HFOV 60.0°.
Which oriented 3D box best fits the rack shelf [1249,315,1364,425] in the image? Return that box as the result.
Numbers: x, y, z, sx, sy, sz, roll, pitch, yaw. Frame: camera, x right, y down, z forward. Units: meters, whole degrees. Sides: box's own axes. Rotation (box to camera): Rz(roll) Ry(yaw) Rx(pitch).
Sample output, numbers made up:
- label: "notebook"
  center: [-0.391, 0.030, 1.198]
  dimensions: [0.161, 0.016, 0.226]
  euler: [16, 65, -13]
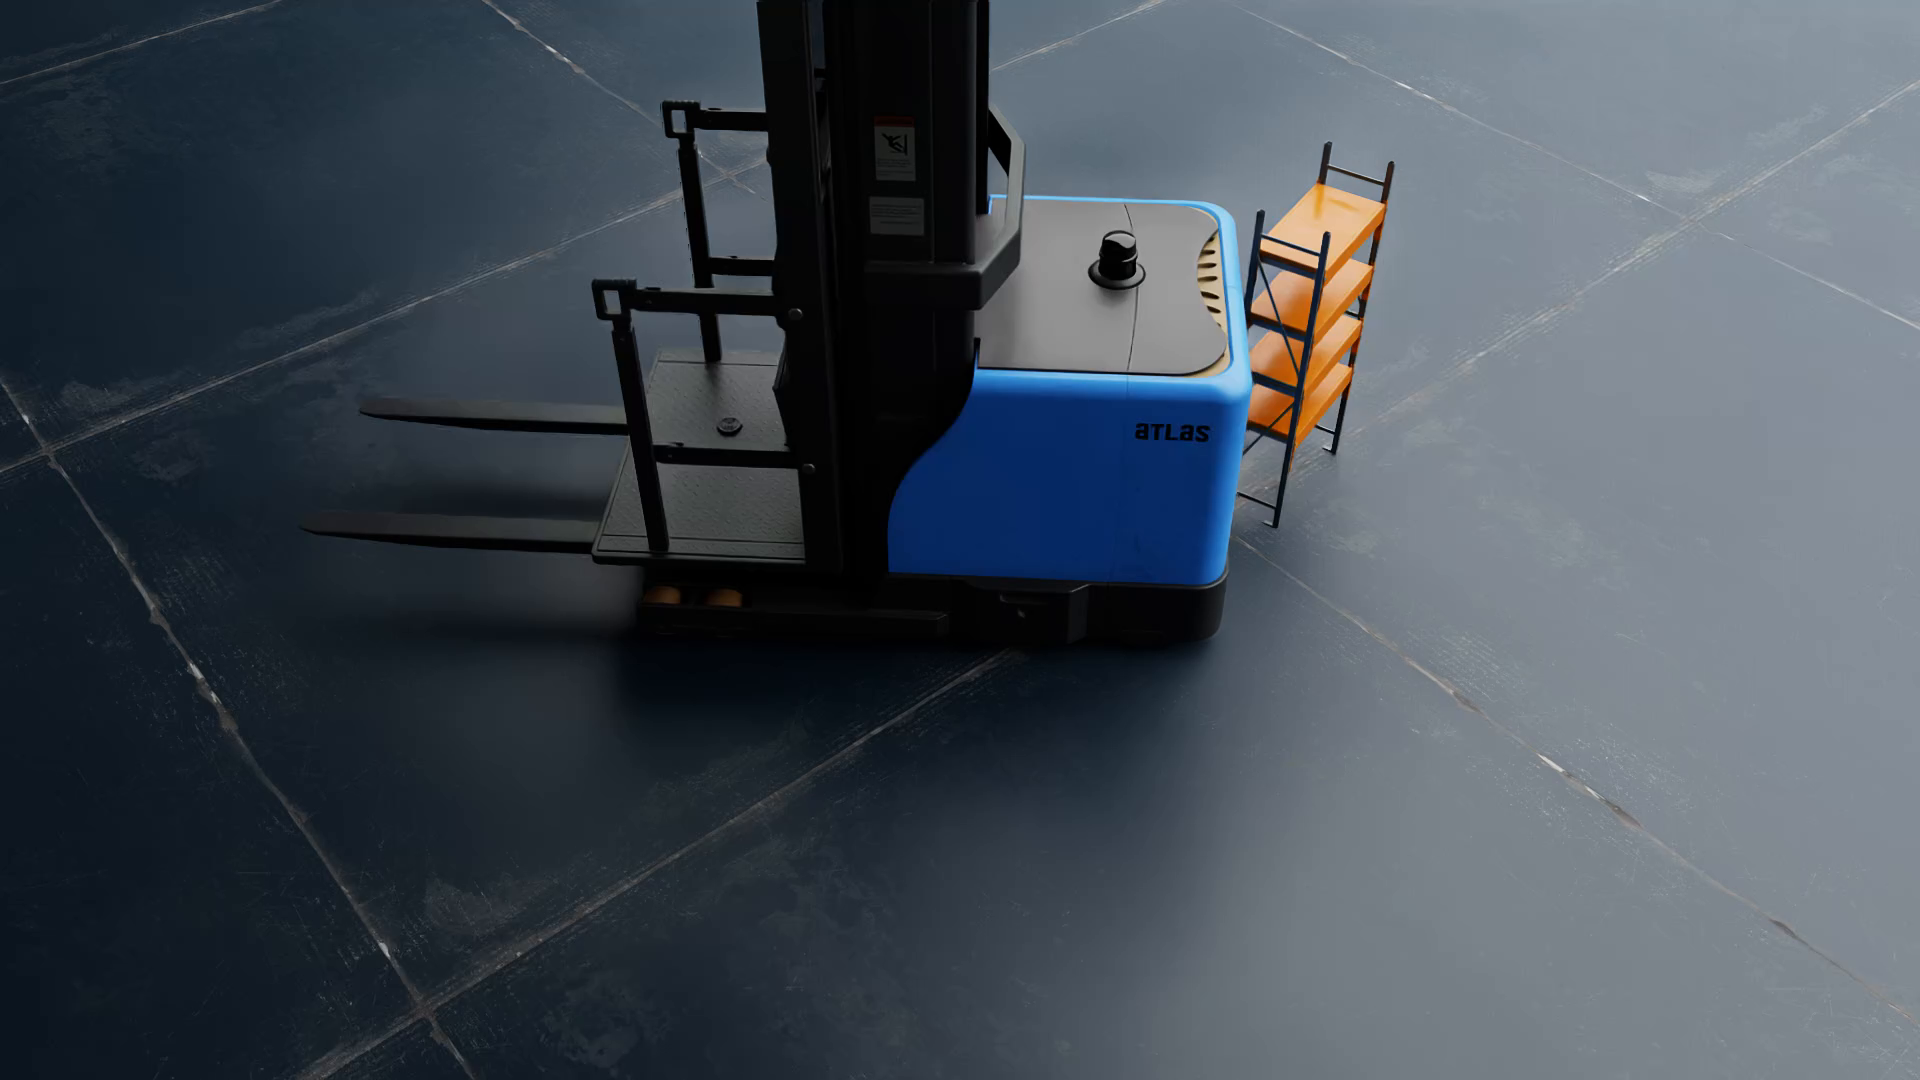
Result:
- label: "rack shelf"
  center: [1.144, -0.614, 5.625]
  dimensions: [0.258, 0.148, 0.480]
  euler: [24, 48, 24]

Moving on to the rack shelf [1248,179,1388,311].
- label: "rack shelf"
  center: [1.144, -0.949, 5.310]
  dimensions: [0.258, 0.148, 0.480]
  euler: [24, 48, 24]

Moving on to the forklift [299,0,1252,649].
- label: "forklift"
  center: [-0.643, -1.110, 4.790]
  dimensions: [3.031, 2.935, 1.130]
  euler: [2, 43, 3]

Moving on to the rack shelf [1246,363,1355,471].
- label: "rack shelf"
  center: [1.144, -0.469, 5.761]
  dimensions: [0.258, 0.148, 0.480]
  euler: [24, 48, 24]

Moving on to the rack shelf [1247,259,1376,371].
- label: "rack shelf"
  center: [1.144, -0.777, 5.472]
  dimensions: [0.258, 0.148, 0.480]
  euler: [24, 48, 24]

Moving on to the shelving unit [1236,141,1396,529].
- label: "shelving unit"
  center: [1.144, -0.663, 5.579]
  dimensions: [0.258, 1.200, 0.503]
  euler: [24, 48, 24]

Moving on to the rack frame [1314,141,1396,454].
- label: "rack frame"
  center: [1.279, -0.802, 5.727]
  dimensions: [0.240, 1.200, 0.015]
  euler: [24, 48, 24]

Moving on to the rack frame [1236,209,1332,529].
- label: "rack frame"
  center: [1.009, -0.524, 5.431]
  dimensions: [0.240, 1.200, 0.015]
  euler: [24, 48, 24]
